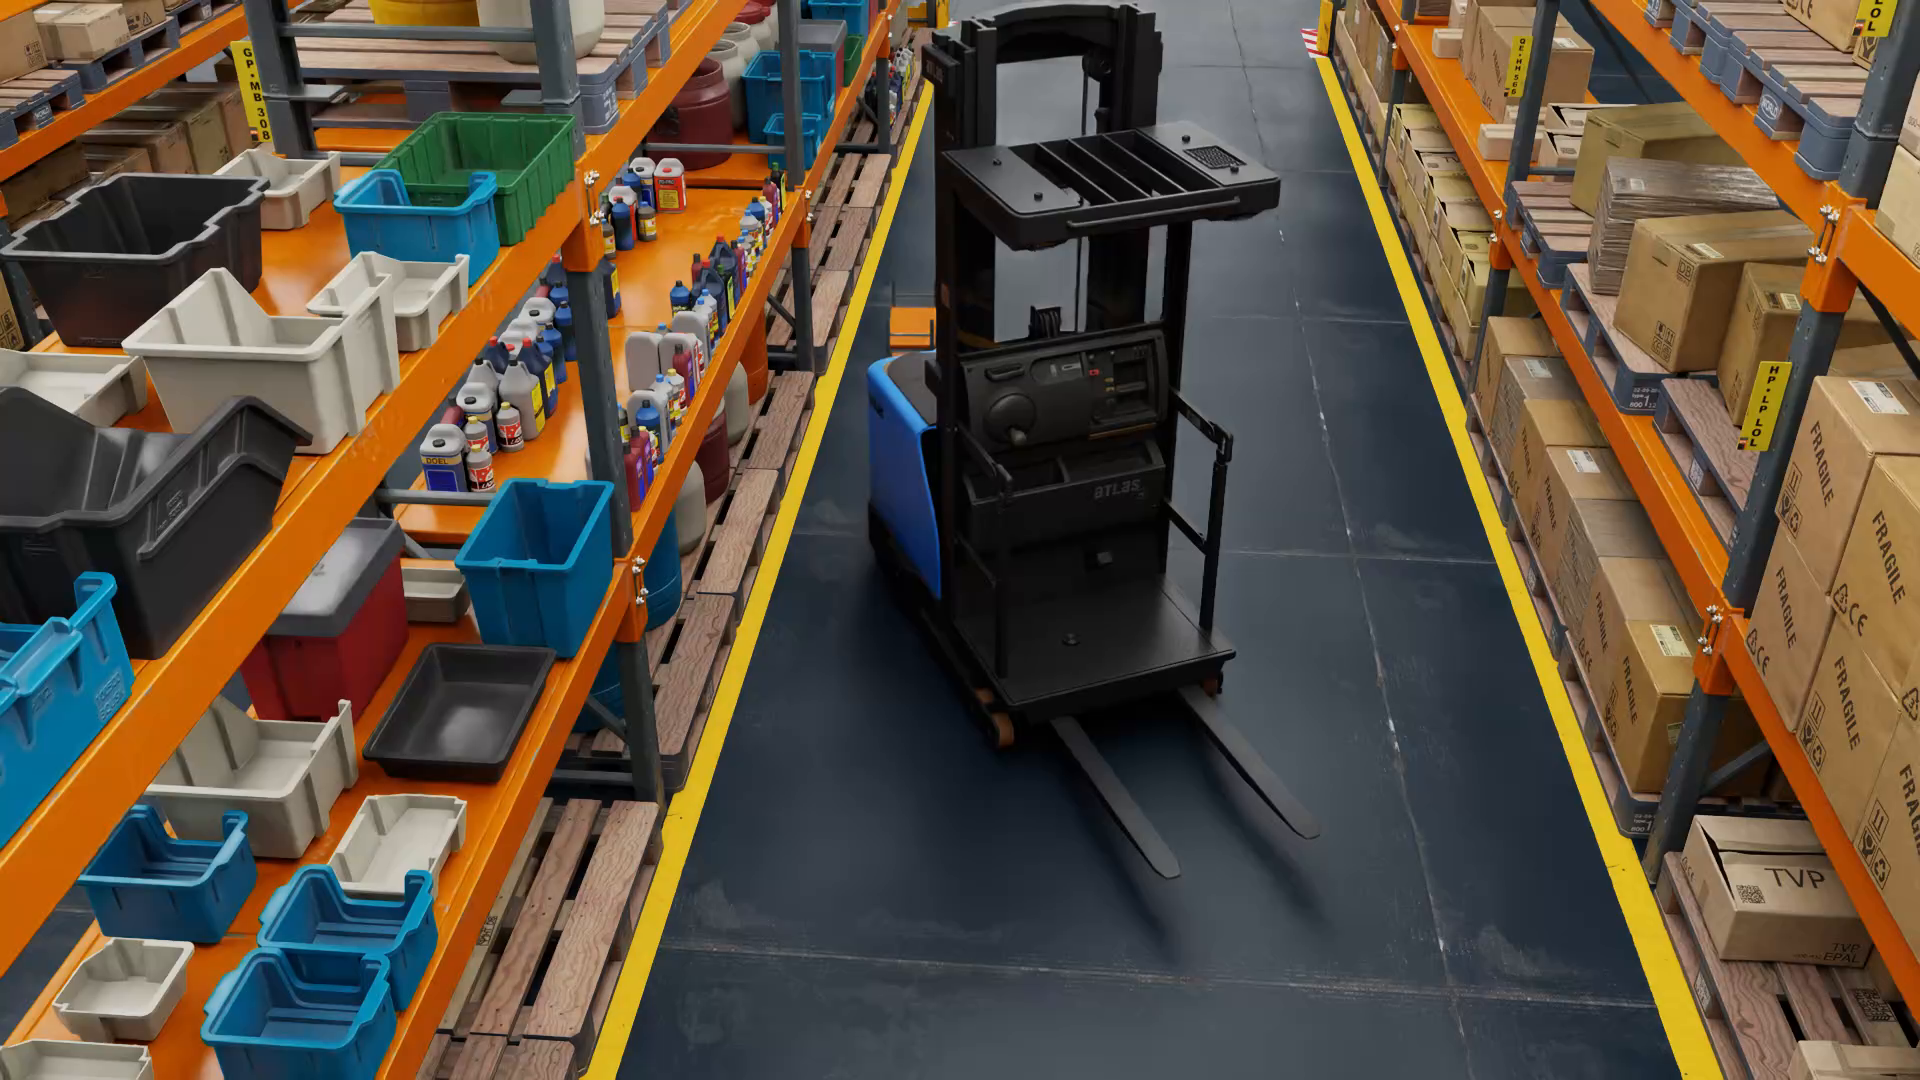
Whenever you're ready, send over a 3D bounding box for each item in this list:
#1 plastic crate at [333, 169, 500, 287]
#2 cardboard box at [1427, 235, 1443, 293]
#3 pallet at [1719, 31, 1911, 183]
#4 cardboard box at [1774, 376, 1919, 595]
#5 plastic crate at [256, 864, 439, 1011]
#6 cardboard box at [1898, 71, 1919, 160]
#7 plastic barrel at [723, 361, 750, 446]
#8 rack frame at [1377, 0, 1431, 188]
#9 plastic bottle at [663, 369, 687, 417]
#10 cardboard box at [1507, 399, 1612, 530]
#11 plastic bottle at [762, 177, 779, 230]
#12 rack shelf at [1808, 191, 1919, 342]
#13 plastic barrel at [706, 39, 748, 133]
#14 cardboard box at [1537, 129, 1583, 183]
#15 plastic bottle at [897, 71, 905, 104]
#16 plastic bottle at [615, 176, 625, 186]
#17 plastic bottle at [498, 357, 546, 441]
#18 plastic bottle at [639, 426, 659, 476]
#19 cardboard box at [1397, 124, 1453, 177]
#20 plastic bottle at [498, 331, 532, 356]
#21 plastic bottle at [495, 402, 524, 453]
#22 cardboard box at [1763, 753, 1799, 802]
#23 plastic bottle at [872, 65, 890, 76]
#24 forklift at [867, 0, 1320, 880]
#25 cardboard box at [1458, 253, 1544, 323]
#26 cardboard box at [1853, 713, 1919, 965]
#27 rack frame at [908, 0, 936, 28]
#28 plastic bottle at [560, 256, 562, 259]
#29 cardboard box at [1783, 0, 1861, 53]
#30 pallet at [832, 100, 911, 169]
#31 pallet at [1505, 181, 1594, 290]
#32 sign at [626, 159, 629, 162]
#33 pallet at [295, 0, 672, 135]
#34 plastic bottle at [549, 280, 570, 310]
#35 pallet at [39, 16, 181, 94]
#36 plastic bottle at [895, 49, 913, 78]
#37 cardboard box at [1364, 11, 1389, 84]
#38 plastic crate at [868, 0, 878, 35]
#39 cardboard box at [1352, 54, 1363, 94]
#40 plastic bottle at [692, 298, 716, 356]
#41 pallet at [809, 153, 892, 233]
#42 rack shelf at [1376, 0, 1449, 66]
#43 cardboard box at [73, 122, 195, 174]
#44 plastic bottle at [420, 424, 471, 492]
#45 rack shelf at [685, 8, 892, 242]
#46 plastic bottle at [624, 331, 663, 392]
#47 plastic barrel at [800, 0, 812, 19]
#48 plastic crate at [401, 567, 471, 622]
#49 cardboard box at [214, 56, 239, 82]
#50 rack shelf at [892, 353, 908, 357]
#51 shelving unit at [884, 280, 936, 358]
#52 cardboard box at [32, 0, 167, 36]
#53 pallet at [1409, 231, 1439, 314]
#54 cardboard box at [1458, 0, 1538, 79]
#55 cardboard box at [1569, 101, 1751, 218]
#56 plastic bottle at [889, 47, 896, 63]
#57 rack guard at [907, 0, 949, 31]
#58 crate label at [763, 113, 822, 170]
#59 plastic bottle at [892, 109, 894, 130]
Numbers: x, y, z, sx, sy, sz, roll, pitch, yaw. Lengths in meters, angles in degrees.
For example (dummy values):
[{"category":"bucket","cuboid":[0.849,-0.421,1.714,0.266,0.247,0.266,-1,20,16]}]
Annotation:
[{"category":"plastic crate","cuboid":[-1.478,-0.855,4.579,0.416,0.233,0.300,2,32,4]},{"category":"cardboard box","cuboid":[3.422,-1.844,11.103,0.500,0.250,0.500,3,32,5]},{"category":"pallet","cuboid":[3.337,-1.461,5.581,1.213,0.211,1.003,2,32,4]},{"category":"cardboard box","cuboid":[2.895,-0.160,5.102,0.500,0.500,0.500,3,32,5]},{"category":"plastic crate","cuboid":[-1.568,1.038,4.310,0.416,0.233,0.300,2,32,4]},{"category":"cardboard box","cuboid":[2.927,-1.108,4.496,0.500,0.250,0.500,2,32,4]},{"category":"plastic barrel","cuboid":[-1.377,-0.795,9.152,0.421,0.512,0.421,0,32,0]},{"category":"rack frame","cuboid":[3.865,-4.109,12.558,1.000,3.000,0.127,2,32,4]},{"category":"plastic bottle","cuboid":[-1.223,-0.633,7.108,0.097,0.201,0.097,0,32,0]},{"category":"cardboard box","cuboid":[3.135,-0.379,8.469,0.500,0.500,0.500,2,32,3]},{"category":"plastic bottle","cuboid":[-1.023,-1.831,8.973,0.061,0.283,0.133,2,32,4]},{"category":"rack shelf","cuboid":[3.051,0.149,3.475,1.077,0.370,4.000,2,32,4]},{"category":"plastic barrel","cuboid":[-1.526,-2.826,10.369,0.421,0.512,0.421,0,32,0]},{"category":"cardboard box","cuboid":[3.613,-2.168,9.493,0.500,0.311,0.500,4,32,7]},{"category":"plastic bottle","cuboid":[-0.522,-3.941,14.456,0.061,0.283,0.133,4,32,6]},{"category":"plastic bottle","cuboid":[-1.826,-1.799,8.921,0.061,0.283,0.133,2,32,4]},{"category":"plastic bottle","cuboid":[-1.830,-0.607,6.922,0.144,0.351,0.185,2,32,4]},{"category":"plastic bottle","cuboid":[-1.265,-0.359,6.663,0.097,0.201,0.097,0,32,0]},{"category":"cardboard box","cuboid":[3.538,-2.889,12.265,0.500,0.311,0.500,2,32,3]},{"category":"plastic bottle","cuboid":[-1.942,-0.761,7.244,0.152,0.276,0.135,2,32,4]},{"category":"plastic bottle","cuboid":[-1.857,-0.470,6.843,0.097,0.201,0.097,0,32,0]},{"category":"cardboard box","cuboid":[3.496,0.709,6.704,0.500,0.500,0.500,1,32,2]},{"category":"plastic bottle","cuboid":[-0.692,-4.069,14.670,0.152,0.276,0.135,2,32,4]},{"category":"forklift","cuboid":[0.538,-0.586,6.906,1.130,2.935,3.031,-12,33,-18]},{"category":"cardboard box","cuboid":[3.337,-1.549,10.090,0.500,0.311,0.500,3,32,5]},{"category":"cardboard box","cuboid":[2.820,0.816,4.472,0.500,0.500,0.500,2,32,4]},{"category":"rack frame","cuboid":[-0.746,-6.414,16.299,1.000,3.000,0.127,2,32,4]},{"category":"plastic bottle","cuboid":[-1.867,-1.240,8.022,0.152,0.276,0.135,2,32,4]},{"category":"cardboard box","cuboid":[3.360,-2.077,5.812,0.600,0.600,0.600,2,32,3]},{"category":"pallet","cuboid":[-0.975,-3.485,14.203,1.003,0.211,1.213,2,32,4]},{"category":"pallet","cuboid":[3.555,-1.578,8.635,1.213,0.211,1.003,2,32,4]},{"category":"sign","cuboid":[-1.946,-2.320,9.500,0.100,0.325,0.005,2,32,4]},{"category":"pallet","cuboid":[-1.756,-1.750,6.051,1.213,0.211,1.003,2,32,4]},{"category":"plastic bottle","cuboid":[-1.858,-1.080,7.766,0.097,0.271,0.097,0,32,0]},{"category":"pallet","cuboid":[-6.213,-3.398,11.587,1.003,0.211,1.213,2,32,4]},{"category":"plastic bottle","cuboid":[-0.506,-4.332,15.097,0.152,0.276,0.135,3,32,4]},{"category":"cardboard box","cuboid":[3.775,-4.211,14.229,0.500,0.500,0.500,2,32,4]},{"category":"plastic crate","cuboid":[-0.806,-4.083,12.456,0.402,0.464,0.583,2,32,4]},{"category":"cardboard box","cuboid":[3.802,-4.154,14.851,0.500,0.250,0.500,2,32,4]},{"category":"plastic bottle","cuboid":[-1.174,-0.975,7.596,0.097,0.271,0.097,0,32,0]},{"category":"pallet","cuboid":[-1.096,-2.723,12.967,1.003,0.211,1.213,2,32,4]},{"category":"rack shelf","cuboid":[4.028,-4.849,14.444,1.077,0.370,4.000,2,32,4]},{"category":"cardboard box","cuboid":[-6.182,-2.796,12.391,0.700,0.500,0.500,0,32,0]},{"category":"plastic bottle","cuboid":[-2.013,-0.306,6.506,0.152,0.276,0.135,2,32,4]},{"category":"rack shelf","cuboid":[-1.234,-2.970,11.397,1.077,0.370,4.000,2,32,4]},{"category":"plastic bottle","cuboid":[-1.381,-0.803,7.312,0.152,0.276,0.135,2,32,4]},{"category":"plastic barrel","cuboid":[-1.405,-4.347,12.467,0.600,0.901,0.708,2,32,4]},{"category":"plastic crate","cuboid":[-1.903,0.185,5.785,0.396,0.136,0.243,2,32,4]},{"category":"cardboard box","cuboid":[-5.935,-3.856,14.130,0.500,0.500,0.500,2,32,2]},{"category":"rack shelf","cuboid":[-0.243,-0.841,8.673,0.258,0.148,0.480,1,32,1]},{"category":"shelving unit","cuboid":[-0.243,-0.708,8.755,0.258,1.200,0.503,1,32,1]},{"category":"cardboard box","cuboid":[-6.057,-3.846,11.634,0.797,0.503,0.637,6,32,9]},{"category":"pallet","cuboid":[3.748,-1.895,11.624,1.003,0.211,1.213,2,32,4]},{"category":"cardboard box","cuboid":[3.744,-3.475,11.435,0.500,0.500,0.500,5,32,8]},{"category":"cardboard box","cuboid":[3.601,-1.905,8.486,0.700,0.500,0.500,-8,33,-13]},{"category":"plastic bottle","cuboid":[-0.612,-4.340,15.102,0.061,0.283,0.133,2,32,4]},{"category":"rack guard","cuboid":[-0.705,-5.308,16.887,1.175,0.500,0.348,2,32,4]},{"category":"crate label","cuboid":[-0.989,-2.364,9.886,0.303,0.233,0.416,2,32,4]},{"category":"plastic bottle","cuboid":[-0.600,-3.520,13.850,0.097,0.201,0.097,0,32,0]}]
